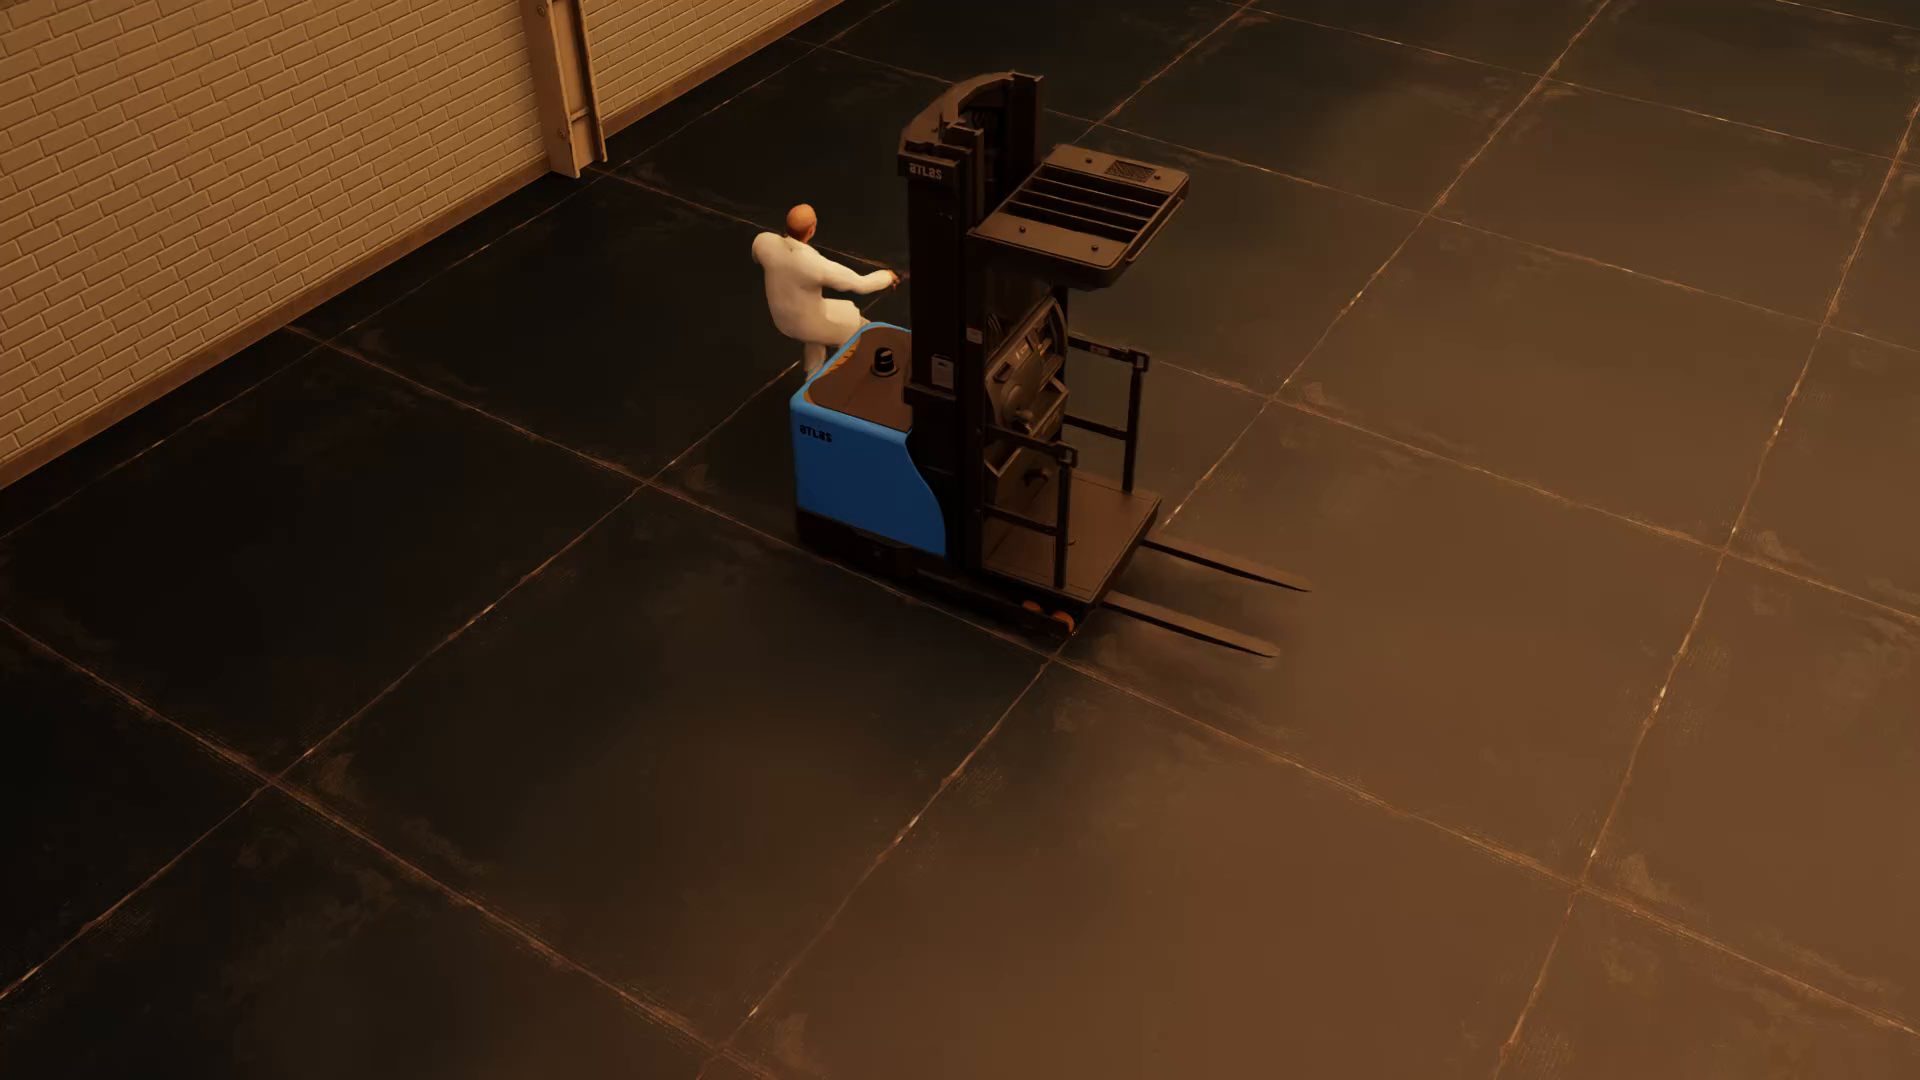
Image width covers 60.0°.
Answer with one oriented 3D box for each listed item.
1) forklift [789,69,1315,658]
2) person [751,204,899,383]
[{"bbox_3d":[0.549,-0.943,9.079,3.031,2.935,1.130,18,44,20],"label":"forklift"},{"bbox_3d":[-0.913,-1.543,10.888,0.883,1.624,0.687,18,43,20],"label":"person"}]
